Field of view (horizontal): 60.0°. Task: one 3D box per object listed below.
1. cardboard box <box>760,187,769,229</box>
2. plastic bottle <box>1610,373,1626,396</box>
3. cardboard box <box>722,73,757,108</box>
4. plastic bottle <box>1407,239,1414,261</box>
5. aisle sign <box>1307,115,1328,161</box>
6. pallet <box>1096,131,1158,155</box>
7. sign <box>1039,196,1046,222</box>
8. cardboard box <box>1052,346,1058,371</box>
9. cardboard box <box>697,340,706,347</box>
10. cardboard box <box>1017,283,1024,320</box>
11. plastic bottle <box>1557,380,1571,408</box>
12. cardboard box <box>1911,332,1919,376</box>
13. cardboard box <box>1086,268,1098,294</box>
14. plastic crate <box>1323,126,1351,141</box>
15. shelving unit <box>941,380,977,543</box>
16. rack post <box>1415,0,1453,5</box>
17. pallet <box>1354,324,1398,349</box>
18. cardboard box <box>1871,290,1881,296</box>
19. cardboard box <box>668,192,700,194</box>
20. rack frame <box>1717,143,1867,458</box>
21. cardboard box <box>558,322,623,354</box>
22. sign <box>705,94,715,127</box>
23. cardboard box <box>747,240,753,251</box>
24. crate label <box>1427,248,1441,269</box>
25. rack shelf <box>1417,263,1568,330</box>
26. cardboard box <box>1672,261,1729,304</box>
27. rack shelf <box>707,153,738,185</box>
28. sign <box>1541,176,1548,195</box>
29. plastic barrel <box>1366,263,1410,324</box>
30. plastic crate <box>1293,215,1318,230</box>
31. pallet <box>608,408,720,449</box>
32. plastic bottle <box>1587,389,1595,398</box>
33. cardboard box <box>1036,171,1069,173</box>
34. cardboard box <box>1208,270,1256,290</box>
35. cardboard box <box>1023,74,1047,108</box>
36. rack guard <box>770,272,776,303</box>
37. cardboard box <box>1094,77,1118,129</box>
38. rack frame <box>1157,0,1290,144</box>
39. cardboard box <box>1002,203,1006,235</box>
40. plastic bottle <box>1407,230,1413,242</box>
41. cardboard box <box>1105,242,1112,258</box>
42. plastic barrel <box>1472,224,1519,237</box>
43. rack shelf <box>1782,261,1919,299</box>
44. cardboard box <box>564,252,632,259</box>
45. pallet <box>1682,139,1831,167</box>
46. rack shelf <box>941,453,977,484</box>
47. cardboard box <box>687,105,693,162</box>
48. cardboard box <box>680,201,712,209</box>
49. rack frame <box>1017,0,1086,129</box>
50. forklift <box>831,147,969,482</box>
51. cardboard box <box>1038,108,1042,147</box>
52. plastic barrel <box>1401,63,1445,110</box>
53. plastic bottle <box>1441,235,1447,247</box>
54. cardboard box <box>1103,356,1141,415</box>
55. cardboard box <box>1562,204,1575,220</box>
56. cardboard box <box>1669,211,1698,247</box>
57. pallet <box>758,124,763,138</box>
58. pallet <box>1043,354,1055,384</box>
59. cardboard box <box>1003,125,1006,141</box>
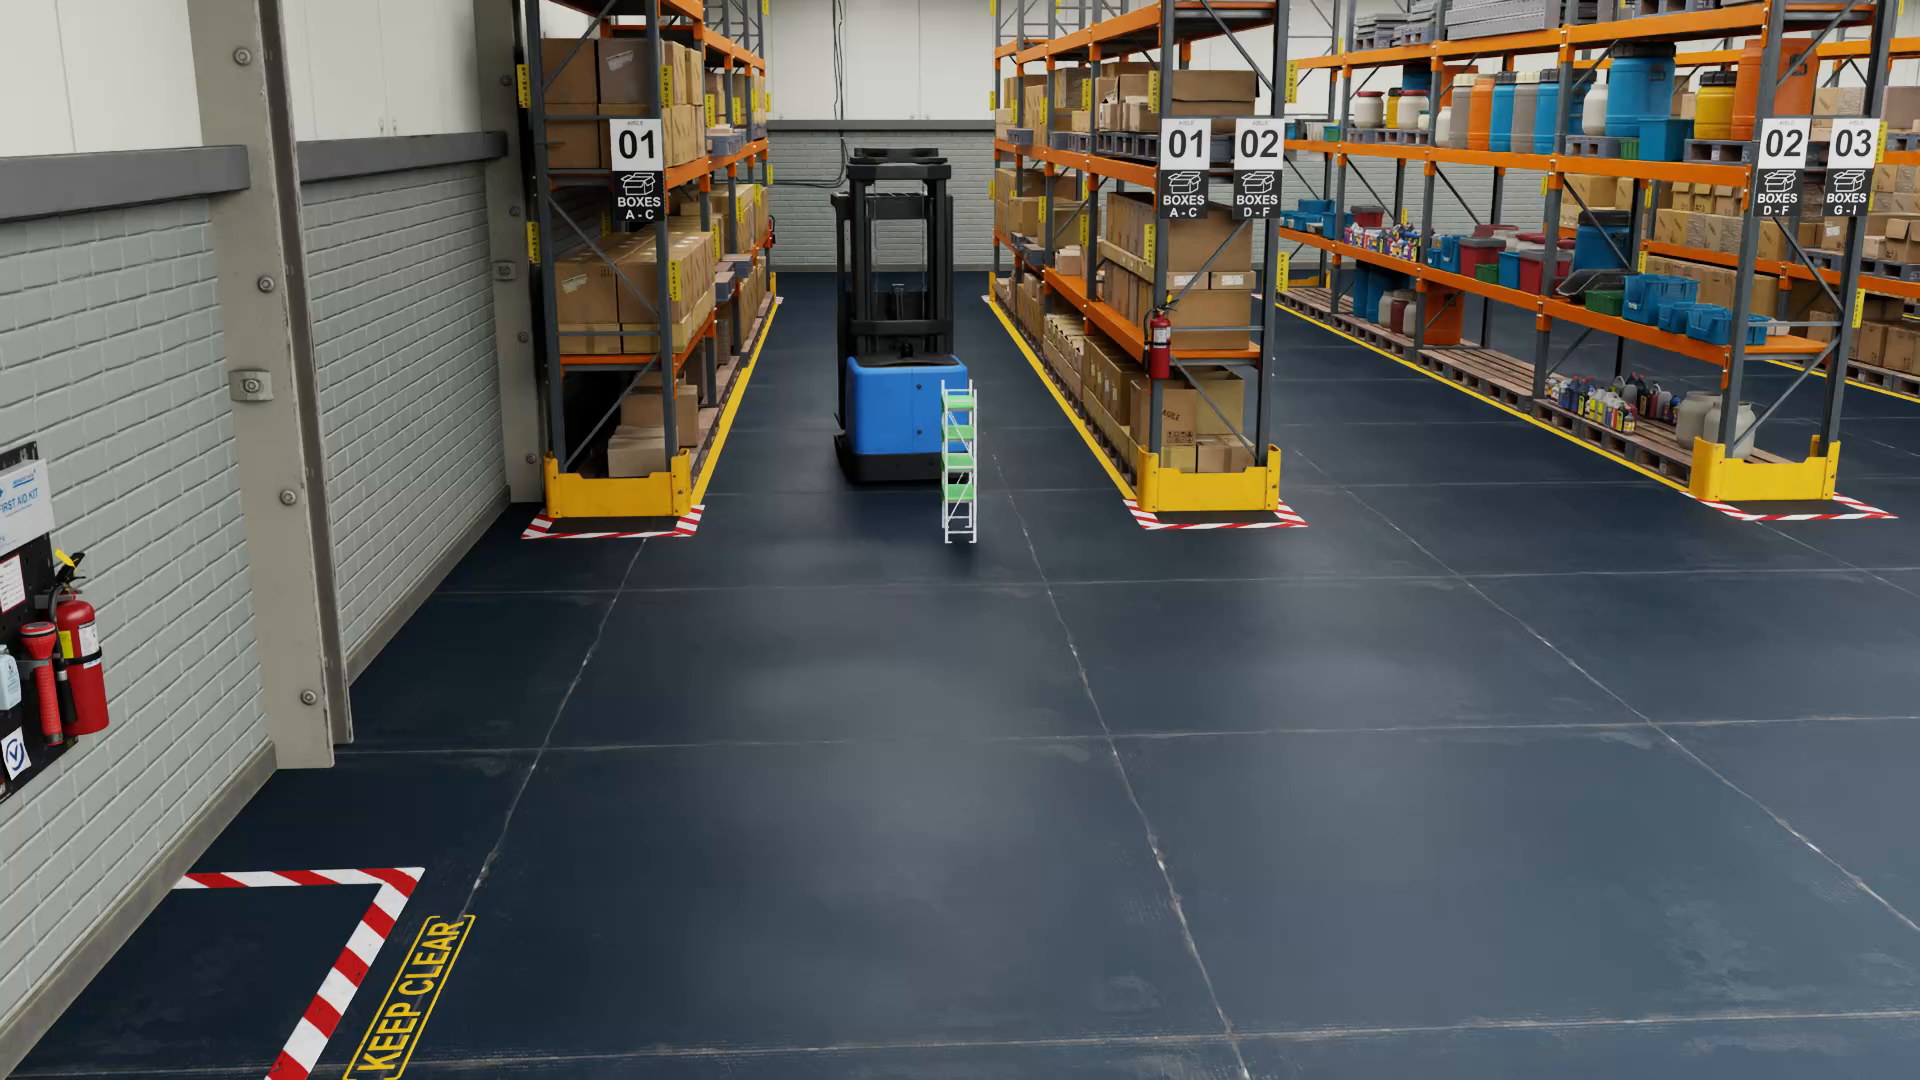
[{"bbox_3d":[-3.795,-5.665,28.424,0.980,0.700,0.700,0,14,-1],"label":"cardboard box"},{"bbox_3d":[6.979,-1.588,17.610,0.144,0.351,0.185,-1,14,-3],"label":"plastic bottle"},{"bbox_3d":[-3.353,-6.829,25.280,0.500,0.500,0.500,-1,14,-4],"label":"cardboard box"},{"bbox_3d":[6.082,-3.905,22.418,0.061,0.283,0.133,-1,14,-3],"label":"plastic bottle"},{"bbox_3d":[6.339,-7.081,29.311,0.394,0.787,0.004,-1,14,-3],"label":"aisle sign"},{"bbox_3d":[1.929,-3.938,16.470,1.003,0.211,1.213,-1,14,-3],"label":"pallet"},{"bbox_3d":[1.062,-4.246,21.346,0.100,0.325,0.005,-1,14,-3],"label":"sign"},{"bbox_3d":[1.413,-2.217,20.300,0.500,0.250,0.500,-1,14,-5],"label":"cardboard box"},{"bbox_3d":[-3.238,-1.976,18.818,0.700,0.500,0.500,-1,14,-5],"label":"cardboard box"},{"bbox_3d":[1.142,-3.608,25.163,0.500,0.500,0.500,-2,15,-6],"label":"cardboard box"},{"bbox_3d":[6.424,-1.543,17.588,0.152,0.276,0.135,0,14,-1],"label":"plastic bottle"},{"bbox_3d":[11.711,-2.166,19.560,0.700,0.500,0.500,-1,14,-4],"label":"cardboard box"},{"bbox_3d":[1.613,-2.891,18.511,0.396,0.266,0.258,-1,14,-5],"label":"cardboard box"},{"bbox_3d":[5.924,-6.398,26.190,0.416,0.233,0.300,-1,14,-3],"label":"plastic crate"},{"bbox_3d":[-0.010,-0.622,13.037,0.258,1.200,0.503,-1,14,-3],"label":"shelving unit"},{"bbox_3d":[6.401,-7.158,21.751,0.624,0.289,0.986,-1,14,-3],"label":"rack post"},{"bbox_3d":[6.384,-2.958,24.099,1.003,0.211,1.213,-1,14,-3],"label":"pallet"},{"bbox_3d":[15.774,-4.231,28.328,0.380,0.149,0.250,-1,14,-3],"label":"cardboard box"},{"bbox_3d":[-3.656,-4.460,21.999,0.500,0.250,0.500,-1,14,-5],"label":"cardboard box"},{"bbox_3d":[7.043,-1.821,14.083,1.000,3.000,0.127,-1,14,-3],"label":"rack frame"},{"bbox_3d":[-3.068,-1.718,13.945,0.500,0.250,0.500,-1,14,-3],"label":"cardboard box"},{"bbox_3d":[-2.552,-4.376,16.956,0.100,0.325,0.005,-1,14,-3],"label":"sign"},{"bbox_3d":[-3.200,-4.268,24.059,0.380,0.149,0.250,-1,14,-3],"label":"cardboard box"},{"bbox_3d":[6.199,-3.619,21.407,0.303,0.233,0.416,-1,14,-3],"label":"crate label"},{"bbox_3d":[6.671,-2.964,19.972,1.077,0.370,4.000,-1,14,-3],"label":"rack shelf"},{"bbox_3d":[11.358,-3.675,24.710,1.225,0.875,0.875,-1,14,-5],"label":"cardboard box"},{"bbox_3d":[-3.217,-4.264,19.004,1.077,0.370,4.000,-1,14,-3],"label":"rack shelf"},{"bbox_3d":[10.441,-6.327,29.700,0.100,0.325,0.005,-1,14,-3],"label":"sign"},{"bbox_3d":[6.360,-3.681,24.680,0.600,0.901,0.708,-1,14,-3],"label":"plastic barrel"},{"bbox_3d":[5.820,-5.354,28.031,0.416,0.233,0.300,-1,14,-3],"label":"plastic crate"},{"bbox_3d":[-3.016,-1.146,17.055,1.003,0.211,1.213,-1,14,-3],"label":"pallet"},{"bbox_3d":[6.489,-1.417,17.107,0.097,0.271,0.097,0,14,0],"label":"plastic bottle"},{"bbox_3d":[1.510,-5.768,27.218,0.500,0.500,0.500,0,14,-2],"label":"cardboard box"},{"bbox_3d":[2.289,-2.209,14.088,0.380,0.149,0.250,-1,14,-4],"label":"cardboard box"},{"bbox_3d":[1.287,-6.835,25.345,0.700,0.500,0.500,-1,14,-3],"label":"cardboard box"},{"bbox_3d":[-3.838,-4.442,29.288,1.175,0.500,0.348,-1,14,-3],"label":"rack guard"},{"bbox_3d":[1.619,-4.383,16.697,0.500,0.500,0.500,0,14,1],"label":"cardboard box"},{"bbox_3d":[2.099,-4.650,13.042,1.000,3.000,0.127,-1,14,-3],"label":"rack frame"},{"bbox_3d":[0.966,-5.281,27.330,0.500,0.500,0.500,-1,14,-3],"label":"cardboard box"},{"bbox_3d":[6.585,-4.393,24.340,0.097,0.271,0.097,0,14,0],"label":"plastic bottle"},{"bbox_3d":[1.690,-2.970,17.048,0.380,0.149,0.250,-1,14,-3],"label":"cardboard box"},{"bbox_3d":[6.878,-3.765,21.368,0.600,0.536,0.708,-1,14,-3],"label":"plastic barrel"},{"bbox_3d":[11.614,-3.041,20.269,1.077,0.370,4.000,-1,14,-3],"label":"rack shelf"},{"bbox_3d":[-3.108,-2.207,14.341,0.500,0.500,0.500,-1,14,-3],"label":"cardboard box"},{"bbox_3d":[7.089,-3.389,14.538,1.003,0.211,1.213,-1,14,-3],"label":"pallet"},{"bbox_3d":[-0.010,-0.560,13.053,0.258,0.148,0.480,-1,14,-3],"label":"rack shelf"},{"bbox_3d":[-2.705,-3.662,14.977,0.500,0.500,0.500,0,14,0],"label":"cardboard box"},{"bbox_3d":[-3.290,-4.148,20.741,0.380,0.149,0.250,-3,15,-11],"label":"cardboard box"},{"bbox_3d":[1.355,-7.635,24.641,1.000,3.000,0.127,-1,14,-3],"label":"rack frame"},{"bbox_3d":[-0.644,-2.259,15.924,1.130,2.935,3.031,-2,15,-8],"label":"forklift"},{"bbox_3d":[1.511,-5.471,22.048,0.910,0.500,0.500,-1,14,-3],"label":"cardboard box"},{"bbox_3d":[6.558,-6.282,23.553,0.600,0.901,0.708,-1,14,-3],"label":"plastic barrel"},{"bbox_3d":[6.817,-4.154,23.387,0.061,0.283,0.133,-1,14,-3],"label":"plastic bottle"},{"bbox_3d":[1.662,-1.482,15.936,0.500,0.500,0.500,-1,14,-3],"label":"cardboard box"},{"bbox_3d":[10.794,-5.695,28.845,0.500,0.250,0.500,-1,14,-4],"label":"cardboard box"},{"bbox_3d":[11.054,-4.687,25.021,0.500,0.500,0.500,-1,14,-3],"label":"cardboard box"},{"bbox_3d":[-3.702,-6.568,26.693,1.003,0.211,1.213,-1,14,-3],"label":"pallet"},{"bbox_3d":[1.615,-2.179,21.071,1.003,0.211,1.213,-1,14,-3],"label":"pallet"},{"bbox_3d":[0.973,-6.600,26.938,0.500,0.250,0.500,-1,14,-3],"label":"cardboard box"}]
